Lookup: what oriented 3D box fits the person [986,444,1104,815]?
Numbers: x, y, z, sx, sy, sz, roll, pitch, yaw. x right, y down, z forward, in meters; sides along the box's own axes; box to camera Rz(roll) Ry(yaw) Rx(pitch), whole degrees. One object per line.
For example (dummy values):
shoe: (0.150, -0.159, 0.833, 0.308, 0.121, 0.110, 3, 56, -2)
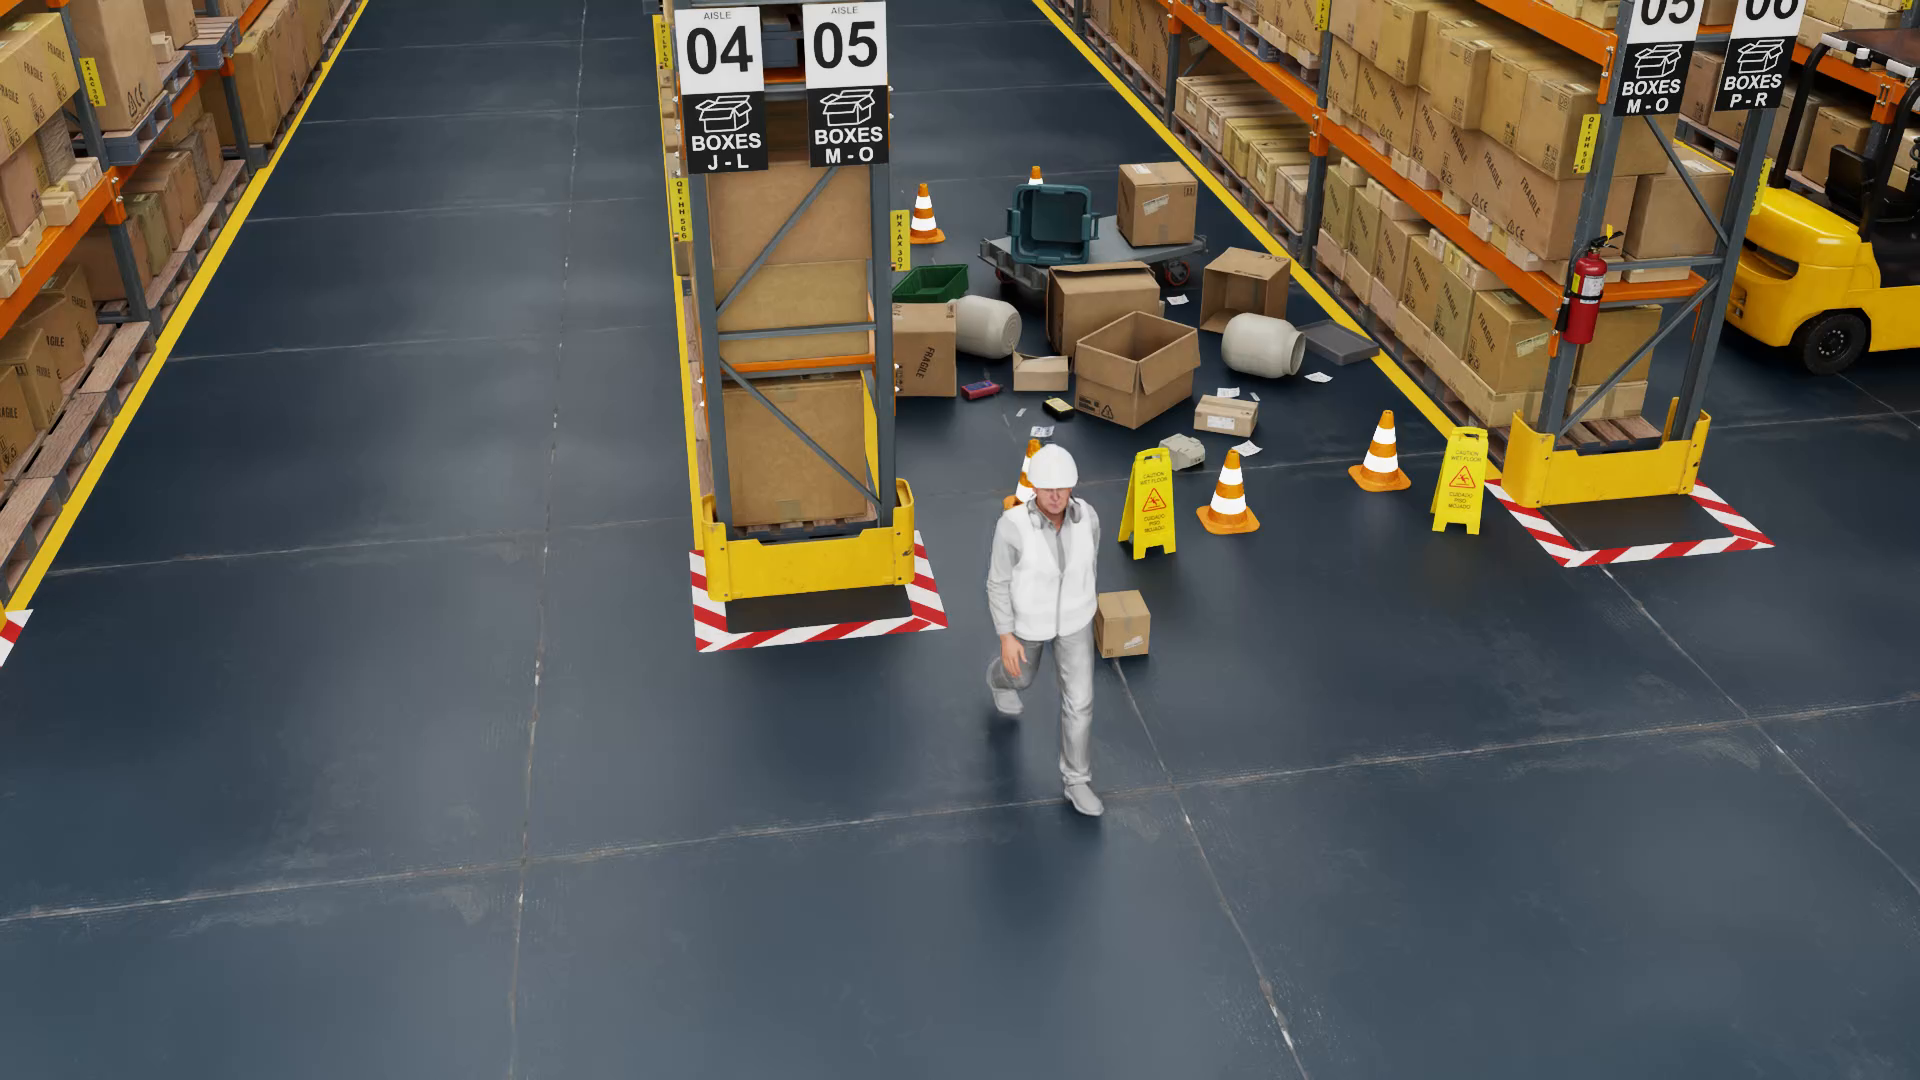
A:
person: (0.361, 0.283, 7.665, 0.571, 1.717, 0.936, -6, 31, -11)
